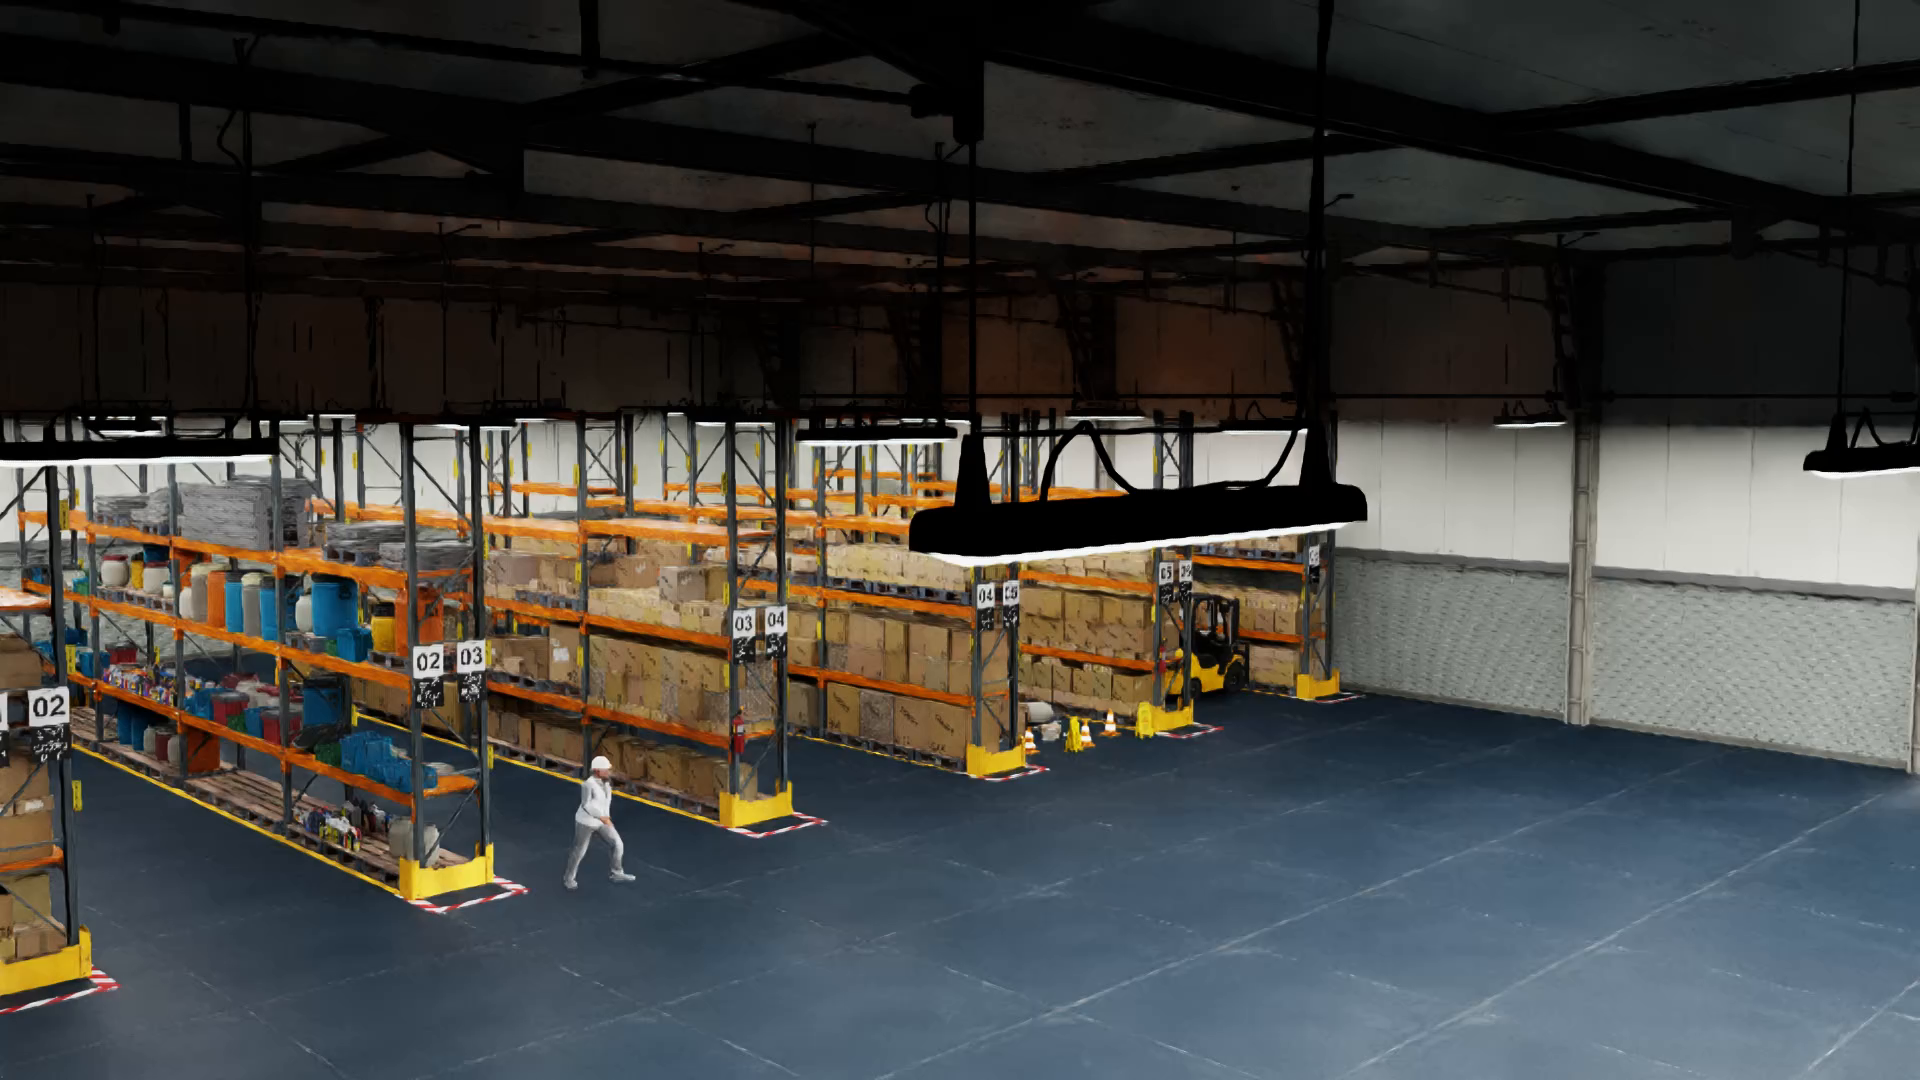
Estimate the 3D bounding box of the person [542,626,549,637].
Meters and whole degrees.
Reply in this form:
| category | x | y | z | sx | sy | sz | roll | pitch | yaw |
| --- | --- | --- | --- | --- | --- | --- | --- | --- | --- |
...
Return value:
| category | x | y | z | sx | sy | sz | roll | pitch | yaw |
| --- | --- | --- | --- | --- | --- | --- | --- | --- | --- |
| person | -10.120 | 1.902 | 40.911 | 0.599 | 1.742 | 0.727 | -4 | 6 | -38 |

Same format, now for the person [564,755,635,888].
| category | x | y | z | sx | sy | sz | roll | pitch | yaw |
| --- | --- | --- | --- | --- | --- | --- | --- | --- | --- |
| person | -4.708 | 3.608 | 21.424 | 0.795 | 1.715 | 0.685 | 2 | 5 | 26 |
